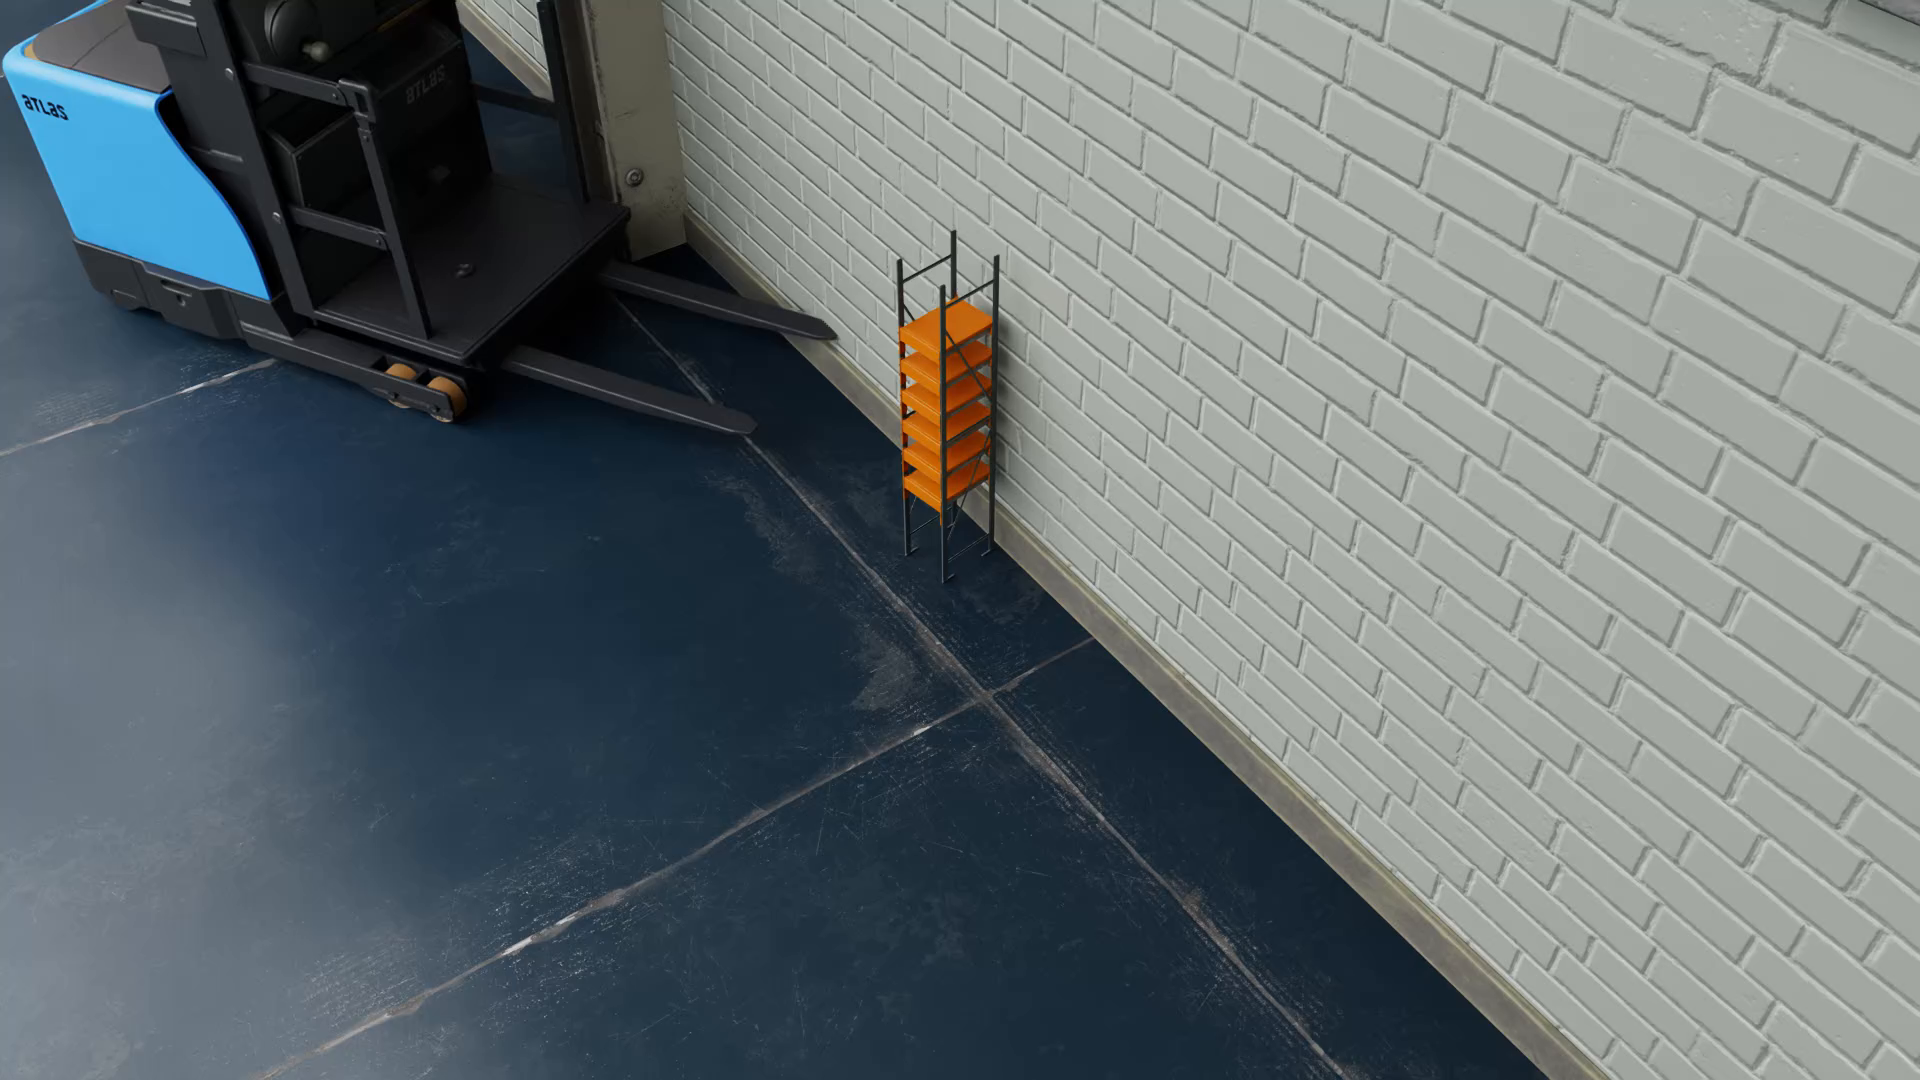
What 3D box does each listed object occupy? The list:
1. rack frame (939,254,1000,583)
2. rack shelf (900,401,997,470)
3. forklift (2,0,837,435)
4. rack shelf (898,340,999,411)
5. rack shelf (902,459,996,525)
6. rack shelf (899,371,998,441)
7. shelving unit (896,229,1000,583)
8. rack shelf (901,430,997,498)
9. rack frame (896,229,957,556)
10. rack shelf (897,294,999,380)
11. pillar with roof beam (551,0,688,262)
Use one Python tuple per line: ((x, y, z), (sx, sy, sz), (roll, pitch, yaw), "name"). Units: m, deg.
((0.028, -0.348, 5.244), (0.240, 1.200, 0.006), (-34, 53, -30), "rack frame")
((-0.035, -0.361, 5.323), (0.258, 0.103, 0.180), (-34, 53, -30), "rack shelf")
((-1.963, -1.921, 5.639), (3.031, 2.935, 1.130), (18, 46, 18), "forklift")
((-0.035, -0.535, 5.157), (0.258, 0.103, 0.180), (-34, 53, -30), "rack shelf")
((-0.035, -0.187, 5.488), (0.258, 0.103, 0.180), (-34, 53, -30), "rack shelf")
((-0.035, -0.448, 5.240), (0.258, 0.103, 0.180), (-34, 53, -30), "rack shelf")
((-0.035, -0.393, 5.292), (0.258, 1.200, 0.189), (-34, 53, -30), "shelving unit")
((-0.035, -0.274, 5.405), (0.258, 0.103, 0.180), (-34, 53, -30), "rack shelf")
((-0.099, -0.438, 5.340), (0.240, 1.200, 0.006), (-34, 53, -30), "rack frame")
((-0.035, -0.622, 5.075), (0.258, 0.103, 0.180), (-34, 53, -30), "rack shelf")
((-4.904, -2.889, 2.259), (9.100, 9.000, 0.400), (-26, 49, -24), "pillar with roof beam")
